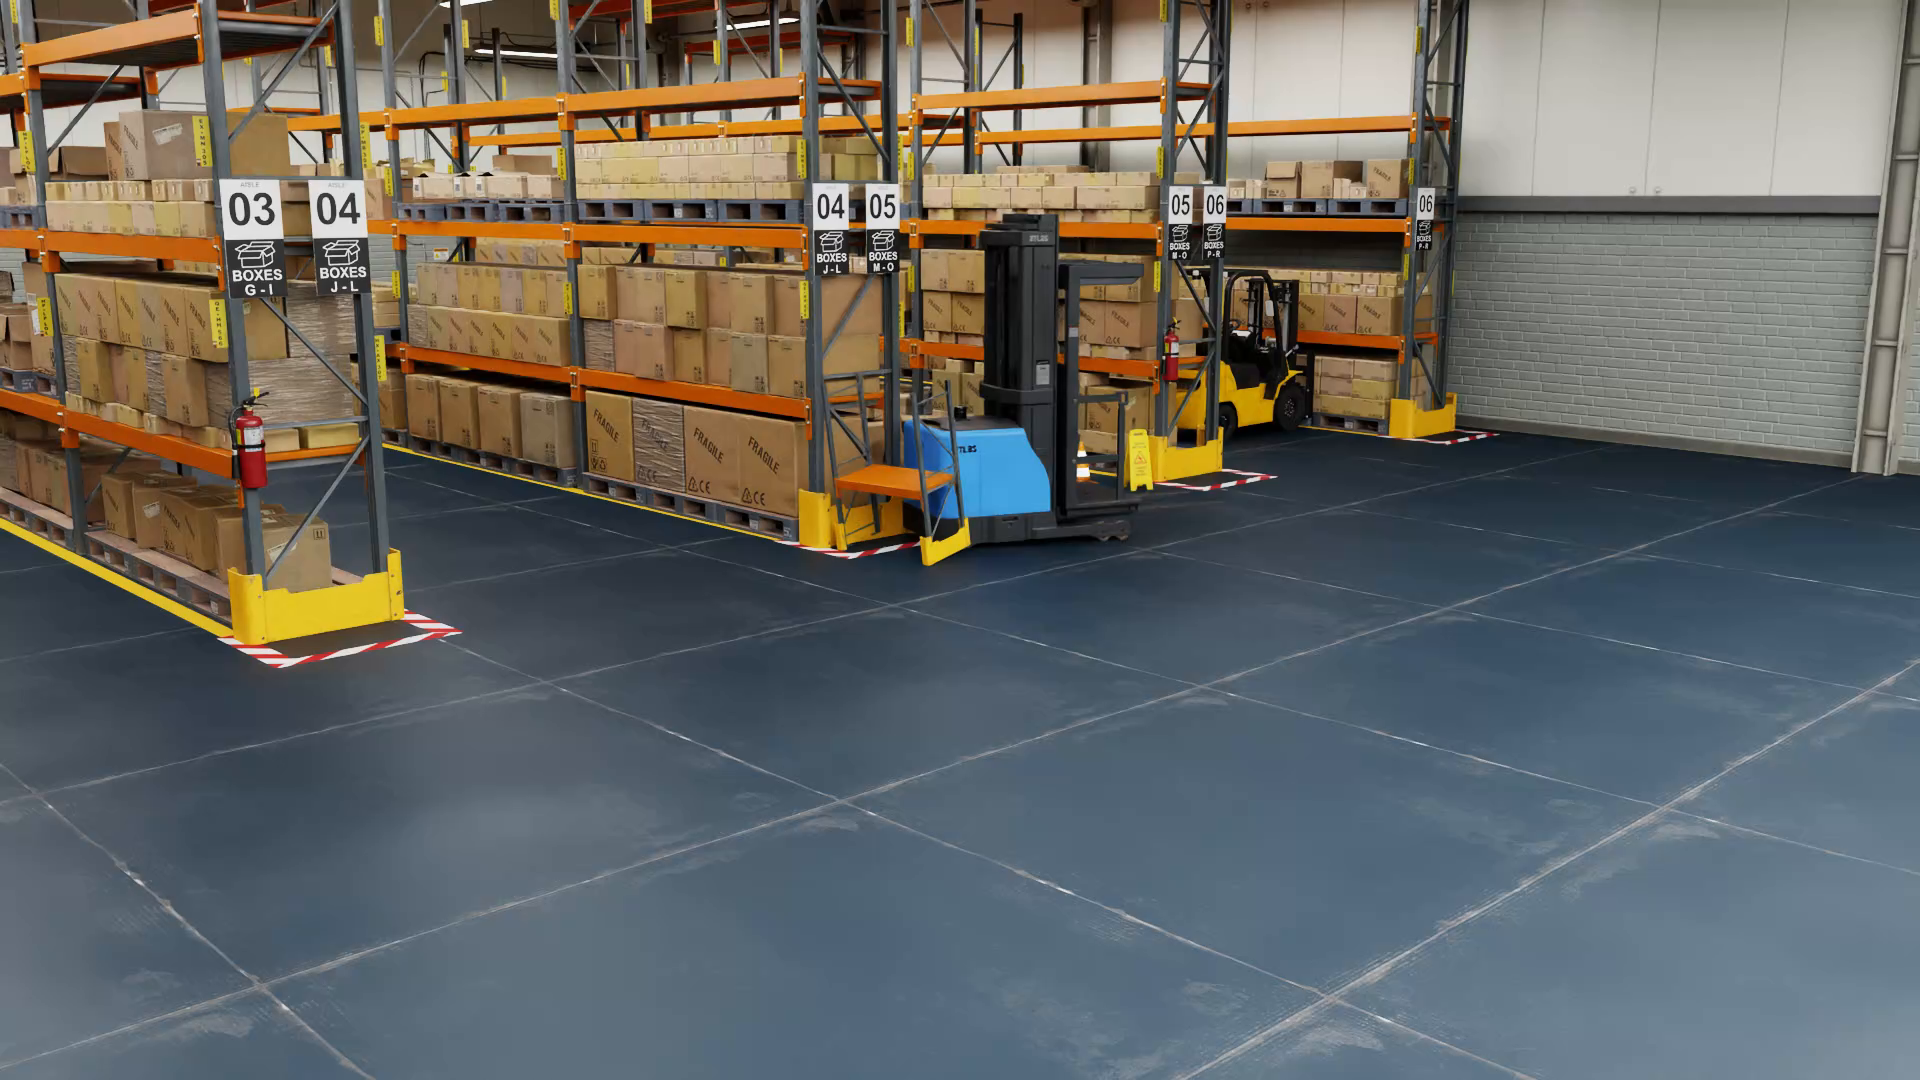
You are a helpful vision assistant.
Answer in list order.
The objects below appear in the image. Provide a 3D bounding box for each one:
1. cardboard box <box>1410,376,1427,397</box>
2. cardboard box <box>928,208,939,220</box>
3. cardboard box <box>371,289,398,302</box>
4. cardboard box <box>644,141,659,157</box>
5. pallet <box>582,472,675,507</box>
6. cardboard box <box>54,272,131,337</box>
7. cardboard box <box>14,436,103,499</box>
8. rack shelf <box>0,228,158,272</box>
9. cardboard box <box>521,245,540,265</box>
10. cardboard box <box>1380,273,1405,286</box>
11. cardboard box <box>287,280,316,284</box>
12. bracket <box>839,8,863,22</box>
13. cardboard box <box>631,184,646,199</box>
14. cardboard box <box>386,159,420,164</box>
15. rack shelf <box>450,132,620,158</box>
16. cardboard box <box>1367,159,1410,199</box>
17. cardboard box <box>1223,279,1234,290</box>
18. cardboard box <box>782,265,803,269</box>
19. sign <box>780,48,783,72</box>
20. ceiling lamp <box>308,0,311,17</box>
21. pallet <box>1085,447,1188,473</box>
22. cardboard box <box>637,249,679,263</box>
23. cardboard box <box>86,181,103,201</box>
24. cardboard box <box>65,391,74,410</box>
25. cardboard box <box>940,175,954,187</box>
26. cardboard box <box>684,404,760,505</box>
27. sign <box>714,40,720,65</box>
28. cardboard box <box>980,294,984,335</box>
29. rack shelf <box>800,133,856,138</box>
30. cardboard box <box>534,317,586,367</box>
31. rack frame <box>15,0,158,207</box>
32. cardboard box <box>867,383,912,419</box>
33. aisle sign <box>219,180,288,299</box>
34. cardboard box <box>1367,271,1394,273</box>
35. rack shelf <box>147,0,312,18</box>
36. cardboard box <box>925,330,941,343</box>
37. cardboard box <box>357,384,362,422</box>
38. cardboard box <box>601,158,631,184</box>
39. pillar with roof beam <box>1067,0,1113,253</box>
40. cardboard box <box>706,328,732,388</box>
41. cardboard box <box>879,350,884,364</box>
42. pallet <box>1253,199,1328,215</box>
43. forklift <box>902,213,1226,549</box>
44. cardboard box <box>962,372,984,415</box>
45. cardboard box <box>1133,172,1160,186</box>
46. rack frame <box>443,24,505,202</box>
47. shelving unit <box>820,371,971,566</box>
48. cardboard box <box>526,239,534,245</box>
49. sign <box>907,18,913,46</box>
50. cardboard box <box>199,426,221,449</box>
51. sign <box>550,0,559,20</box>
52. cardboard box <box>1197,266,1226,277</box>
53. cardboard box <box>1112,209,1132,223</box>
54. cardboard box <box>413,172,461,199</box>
[{"bbox_3d":[5.964,-2.095,22.520,0.500,0.250,0.500,-11,16,-42],"label":"cardboard box"},{"bbox_3d":[-0.173,-4.051,20.667,0.380,0.149,0.250,-11,16,-43],"label":"cardboard box"},{"bbox_3d":[-7.154,-3.046,20.709,0.250,0.149,0.380,11,16,43],"label":"cardboard box"},{"bbox_3d":[-2.836,-3.786,16.117,0.380,0.149,0.250,-11,16,-43],"label":"cardboard box"},{"bbox_3d":[-3.253,-0.593,17.605,1.003,0.211,1.213,-11,16,-43],"label":"pallet"},{"bbox_3d":[-7.252,-1.988,14.001,0.500,0.500,0.500,-11,16,-43],"label":"cardboard box"},{"bbox_3d":[-8.875,-0.723,16.431,0.700,0.500,0.500,-9,15,-38],"label":"cardboard box"},{"bbox_3d":[-8.760,-2.813,15.819,1.077,0.370,4.000,-11,16,-43],"label":"rack shelf"},{"bbox_3d":[-6.964,-4.670,27.758,0.500,0.500,0.500,-11,16,-42],"label":"cardboard box"},{"bbox_3d":[5.739,-3.429,21.867,0.380,0.149,0.250,-11,16,-42],"label":"cardboard box"},{"bbox_3d":[-5.139,-1.697,12.591,0.500,0.500,0.500,-11,16,-43],"label":"cardboard box"},{"bbox_3d":[-1.948,-9.463,29.962,0.235,0.232,0.430,-11,16,-43],"label":"bracket"},{"bbox_3d":[-3.012,-3.433,16.379,0.380,0.149,0.250,-11,16,-43],"label":"cardboard box"},{"bbox_3d":[-7.125,-4.762,21.351,0.396,0.266,0.258,-11,16,-43],"label":"cardboard box"},{"bbox_3d":[-7.117,-6.635,27.927,1.077,0.370,4.000,-11,16,-43],"label":"rack shelf"},{"bbox_3d":[5.656,-4.697,21.645,0.500,0.500,0.500,-10,15,-41],"label":"cardboard box"},{"bbox_3d":[3.903,-3.643,23.643,0.380,0.149,0.250,-10,16,-41],"label":"cardboard box"},{"bbox_3d":[-2.094,-3.520,22.875,0.500,0.500,0.500,-11,16,-42],"label":"cardboard box"},{"bbox_3d":[-2.588,-6.881,23.835,0.100,0.325,0.005,-11,16,-43],"label":"sign"},{"bbox_3d":[-12.106,-10.388,28.903,2.000,3.185,0.800,-11,16,-43],"label":"ceiling lamp"},{"bbox_3d":[1.963,-0.970,19.436,1.003,0.211,1.213,-11,16,-43],"label":"pallet"},{"bbox_3d":[-4.563,-4.169,25.325,0.500,0.500,0.500,-11,16,-43],"label":"cardboard box"},{"bbox_3d":[-6.651,-2.752,13.125,0.380,0.149,0.250,-11,16,-44],"label":"cardboard box"},{"bbox_3d":[-7.448,-1.208,14.302,0.380,0.149,0.250,-11,16,-43],"label":"cardboard box"},{"bbox_3d":[-0.029,-4.397,20.369,0.380,0.149,0.250,-10,15,-41],"label":"cardboard box"},{"bbox_3d":[-2.085,-0.880,16.312,0.875,0.875,0.875,-11,16,-43],"label":"cardboard box"},{"bbox_3d":[-3.373,-6.764,23.075,0.100,0.325,0.005,-11,16,-43],"label":"sign"},{"bbox_3d":[0.592,-2.732,20.091,0.500,0.500,0.500,-11,16,-43],"label":"cardboard box"},{"bbox_3d":[-3.530,-7.521,31.247,1.077,0.370,4.000,-11,16,-43],"label":"rack shelf"},{"bbox_3d":[-4.275,-2.169,18.094,0.500,0.500,0.500,-11,16,-43],"label":"cardboard box"},{"bbox_3d":[-7.379,-4.343,14.027,1.000,3.000,0.127,-11,16,-43],"label":"rack frame"},{"bbox_3d":[-1.074,-1.885,22.435,0.950,0.372,0.625,-10,15,-39],"label":"cardboard box"},{"bbox_3d":[-4.791,-2.043,11.290,0.394,0.787,0.004,-11,16,-43],"label":"aisle sign"},{"bbox_3d":[5.712,-3.564,22.524,0.380,0.149,0.250,-10,16,-41],"label":"cardboard box"},{"bbox_3d":[-10.628,-7.754,24.131,1.077,0.370,4.000,-11,16,-43],"label":"rack shelf"},{"bbox_3d":[-0.226,-2.572,20.921,0.380,0.149,0.250,-11,16,-43],"label":"cardboard box"},{"bbox_3d":[-7.483,-1.782,21.619,0.500,0.500,0.500,-10,15,-40],"label":"cardboard box"},{"bbox_3d":[-3.237,-3.693,16.653,0.500,0.250,0.500,-11,16,-43],"label":"cardboard box"},{"bbox_3d":[-0.948,-6.335,23.698,9.100,9.000,0.548,-11,16,-43],"label":"pillar with roof beam"},{"bbox_3d":[-1.940,-1.795,16.156,0.875,0.550,0.550,-11,16,-43],"label":"cardboard box"},{"bbox_3d":[-1.261,-3.375,29.350,0.500,0.500,0.500,11,16,43],"label":"cardboard box"},{"bbox_3d":[4.822,-4.604,22.951,1.003,0.211,1.213,-11,16,-43],"label":"pallet"},{"bbox_3d":[1.030,-1.524,15.384,3.031,2.935,1.130,-5,13,-23],"label":"forklift"},{"bbox_3d":[0.379,-1.811,20.523,0.500,0.500,0.500,-10,15,-40],"label":"cardboard box"},{"bbox_3d":[2.104,-3.946,18.184,0.380,0.149,0.250,-11,16,-42],"label":"cardboard box"},{"bbox_3d":[-8.498,-7.475,29.230,1.000,3.000,0.127,-11,16,-43],"label":"rack frame"},{"bbox_3d":[-0.576,-0.644,14.472,1.083,1.500,0.587,9,24,38],"label":"shelving unit"},{"bbox_3d":[-7.016,-5.005,27.777,0.380,0.149,0.250,-11,16,-44],"label":"cardboard box"},{"bbox_3d":[-0.609,-6.180,20.240,0.100,0.325,0.005,-11,16,-43],"label":"sign"},{"bbox_3d":[-5.345,-0.776,12.206,0.380,0.149,0.250,-11,16,-43],"label":"cardboard box"},{"bbox_3d":[-4.106,-5.438,16.833,0.100,0.325,0.005,-11,16,-43],"label":"sign"},{"bbox_3d":[3.640,-3.879,24.051,0.380,0.149,0.250,-11,16,-42],"label":"cardboard box"},{"bbox_3d":[1.907,-3.592,18.442,0.380,0.149,0.250,-11,16,-42],"label":"cardboard box"},{"bbox_3d":[-6.143,-4.208,19.741,0.500,0.311,0.500,-11,16,-42],"label":"cardboard box"}]
